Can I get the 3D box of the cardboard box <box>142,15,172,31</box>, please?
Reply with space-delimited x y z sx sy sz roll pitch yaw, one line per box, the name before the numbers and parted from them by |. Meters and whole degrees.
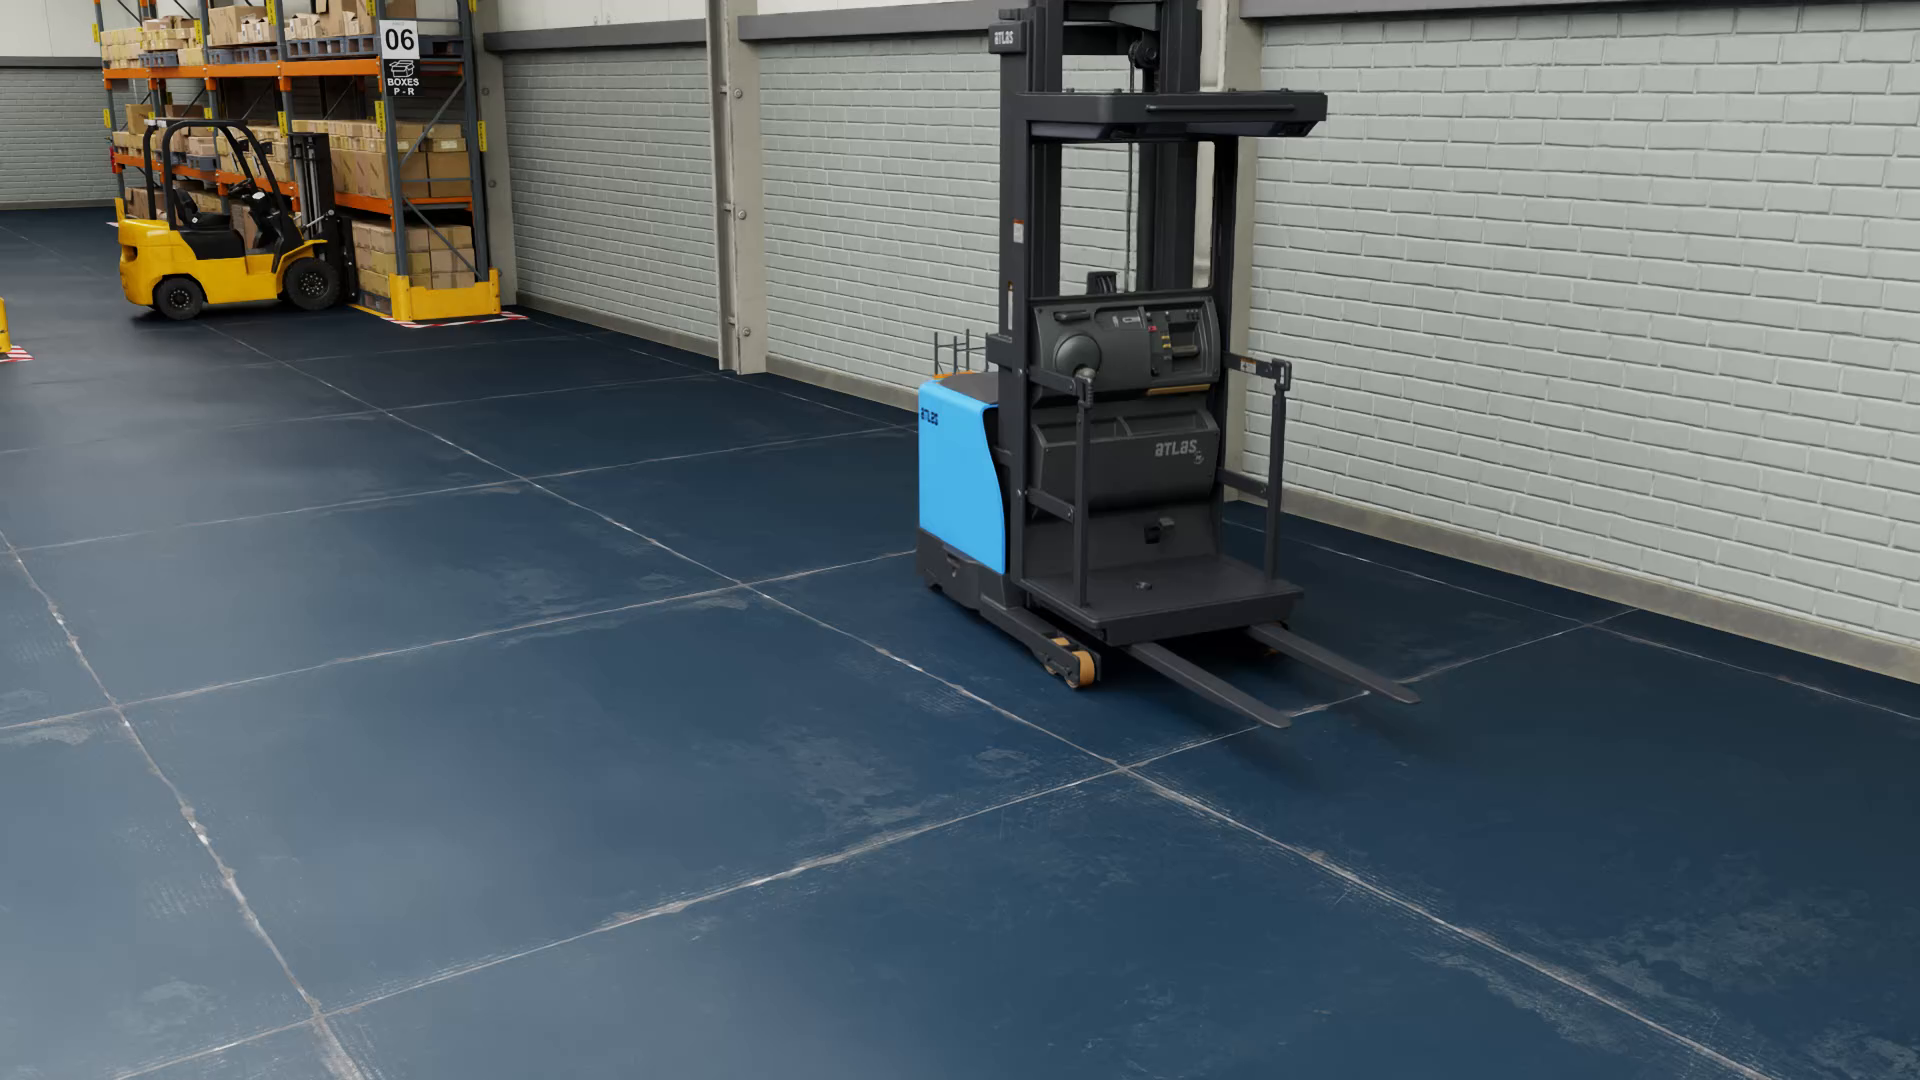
cardboard box | -12.993 -8.364 26.912 0.396 0.266 0.258 -11 19 -35

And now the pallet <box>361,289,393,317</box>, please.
pallet | -6.315 -2.812 19.449 1.003 0.211 1.213 -11 19 -35

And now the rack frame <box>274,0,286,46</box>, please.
rack frame | -8.184 -7.748 20.837 1.000 3.000 0.127 -11 19 -35

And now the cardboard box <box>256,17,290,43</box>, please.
cardboard box | -8.806 -6.625 21.603 0.500 0.311 0.500 -12 19 -36

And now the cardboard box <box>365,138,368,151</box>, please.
cardboard box | -6.540 -4.506 18.941 0.380 0.149 0.250 -10 18 -34

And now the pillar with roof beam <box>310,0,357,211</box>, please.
pillar with roof beam | -12.522 -7.795 21.011 9.100 9.000 0.400 -11 19 -35

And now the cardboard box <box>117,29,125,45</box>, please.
cardboard box | -14.284 -8.718 28.838 0.500 0.250 0.500 -10 18 -33

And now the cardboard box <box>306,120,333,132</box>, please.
cardboard box | -7.995 -5.205 20.931 0.380 0.149 0.250 -11 19 -34

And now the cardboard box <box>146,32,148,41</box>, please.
cardboard box | -12.852 -8.104 26.751 0.380 0.149 0.250 -11 18 -34

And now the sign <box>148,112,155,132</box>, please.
sign | -13.322 -6.894 27.443 0.100 0.325 0.005 -11 19 -35

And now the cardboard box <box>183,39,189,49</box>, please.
cardboard box | -11.674 -7.592 25.480 0.380 0.149 0.250 -10 18 -33

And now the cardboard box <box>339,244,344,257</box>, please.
cardboard box | -7.269 -3.496 20.133 0.500 0.250 0.500 -11 19 -35

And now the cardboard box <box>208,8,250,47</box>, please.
cardboard box | -10.307 -7.261 23.569 0.500 0.500 0.500 -11 19 -34

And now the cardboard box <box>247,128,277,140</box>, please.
cardboard box | -9.558 -5.566 22.814 0.380 0.149 0.250 -11 19 -36

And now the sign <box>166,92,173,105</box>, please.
sign | -14.779 -8.209 31.096 0.100 0.325 0.005 -11 19 -35

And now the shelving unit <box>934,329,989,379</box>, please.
shelving unit | 0.009 -0.576 9.406 0.258 1.200 0.189 -11 19 -35

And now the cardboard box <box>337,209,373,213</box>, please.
cardboard box | -7.738 -4.138 21.530 0.500 0.250 0.500 -10 18 -33

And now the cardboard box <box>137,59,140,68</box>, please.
cardboard box | -13.630 -8.030 28.028 0.380 0.149 0.250 -10 18 -33

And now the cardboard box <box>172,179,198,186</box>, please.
cardboard box | -12.843 -5.907 27.624 0.380 0.149 0.250 -11 19 -35

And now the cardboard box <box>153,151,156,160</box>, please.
cardboard box | -13.450 -6.522 28.200 0.380 0.149 0.250 -10 18 -33

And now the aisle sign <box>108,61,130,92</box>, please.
aisle sign | -15.517 -8.639 30.535 0.394 0.787 0.004 -11 19 -35

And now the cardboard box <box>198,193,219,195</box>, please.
cardboard box | -11.891 -5.432 26.452 0.380 0.149 0.250 -11 19 -34

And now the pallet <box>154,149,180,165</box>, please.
pallet | -12.506 -6.282 27.211 1.003 0.211 1.213 -11 19 -35

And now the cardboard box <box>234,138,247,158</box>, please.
cardboard box | -9.886 -5.523 23.409 0.500 0.250 0.500 -11 19 -36

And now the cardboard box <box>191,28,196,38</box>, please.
cardboard box | -11.244 -7.567 24.826 0.380 0.149 0.250 -12 19 -36

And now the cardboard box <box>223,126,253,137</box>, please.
cardboard box | -10.429 -5.899 24.028 0.380 0.149 0.250 -10 18 -33

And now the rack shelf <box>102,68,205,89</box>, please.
rack shelf | -14.064 -8.089 29.130 1.077 0.370 4.000 -11 19 -35

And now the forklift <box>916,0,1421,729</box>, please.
forklift | 0.852 -0.899 7.309 1.130 2.935 3.031 -7 17 -24

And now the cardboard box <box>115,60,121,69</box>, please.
cardboard box | -14.705 -8.405 29.396 0.380 0.149 0.250 -11 19 -35

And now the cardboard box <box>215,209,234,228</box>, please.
cardboard box | -10.958 -4.762 25.232 0.500 0.500 0.500 -10 18 -33

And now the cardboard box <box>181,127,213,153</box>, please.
cardboard box | -11.645 -6.280 25.850 0.797 0.503 0.637 -11 19 -36

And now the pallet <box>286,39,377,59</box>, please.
pallet | -7.661 -6.080 20.594 1.003 0.211 1.213 -11 19 -35

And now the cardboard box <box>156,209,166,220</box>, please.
cardboard box | -13.663 -5.596 28.723 0.396 0.266 0.258 -10 18 -33

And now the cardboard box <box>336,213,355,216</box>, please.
cardboard box | -7.861 -3.950 20.845 0.500 0.250 0.500 -11 19 -34

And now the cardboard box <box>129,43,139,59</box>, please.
cardboard box | -13.688 -8.254 28.089 0.500 0.250 0.500 -12 19 -36

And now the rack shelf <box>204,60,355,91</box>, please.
rack shelf | -9.360 -6.381 22.889 1.077 0.370 4.000 -11 19 -35

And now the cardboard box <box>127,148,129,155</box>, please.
cardboard box | -14.799 -7.021 30.023 0.380 0.149 0.250 -10 18 -33

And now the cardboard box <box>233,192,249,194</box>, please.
cardboard box | -11.518 -5.510 26.736 0.380 0.149 0.250 -12 19 -37

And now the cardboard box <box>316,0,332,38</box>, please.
cardboard box | -7.124 -6.169 19.571 0.797 0.503 0.637 -10 18 -33

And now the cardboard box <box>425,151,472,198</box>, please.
cardboard box | -5.899 -4.197 19.039 0.500 0.500 0.500 -10 18 -33

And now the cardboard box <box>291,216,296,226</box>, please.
cardboard box | -8.500 -4.021 22.288 0.875 0.625 0.625 -10 18 -32

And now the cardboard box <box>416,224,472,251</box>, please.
cardboard box | -5.961 -3.491 19.166 0.500 0.250 0.500 -11 19 -35

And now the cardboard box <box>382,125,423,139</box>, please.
cardboard box | -6.213 -4.548 18.530 0.380 0.149 0.250 -11 19 -34

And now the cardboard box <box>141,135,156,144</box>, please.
cardboard box | -13.691 -6.809 28.493 0.500 0.250 0.500 -11 19 -34

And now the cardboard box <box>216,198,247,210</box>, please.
cardboard box | -11.031 -5.084 25.181 0.380 0.149 0.250 -12 19 -37

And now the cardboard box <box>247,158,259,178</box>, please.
cardboard box | -9.569 -5.175 23.086 0.500 0.250 0.500 -10 18 -33
